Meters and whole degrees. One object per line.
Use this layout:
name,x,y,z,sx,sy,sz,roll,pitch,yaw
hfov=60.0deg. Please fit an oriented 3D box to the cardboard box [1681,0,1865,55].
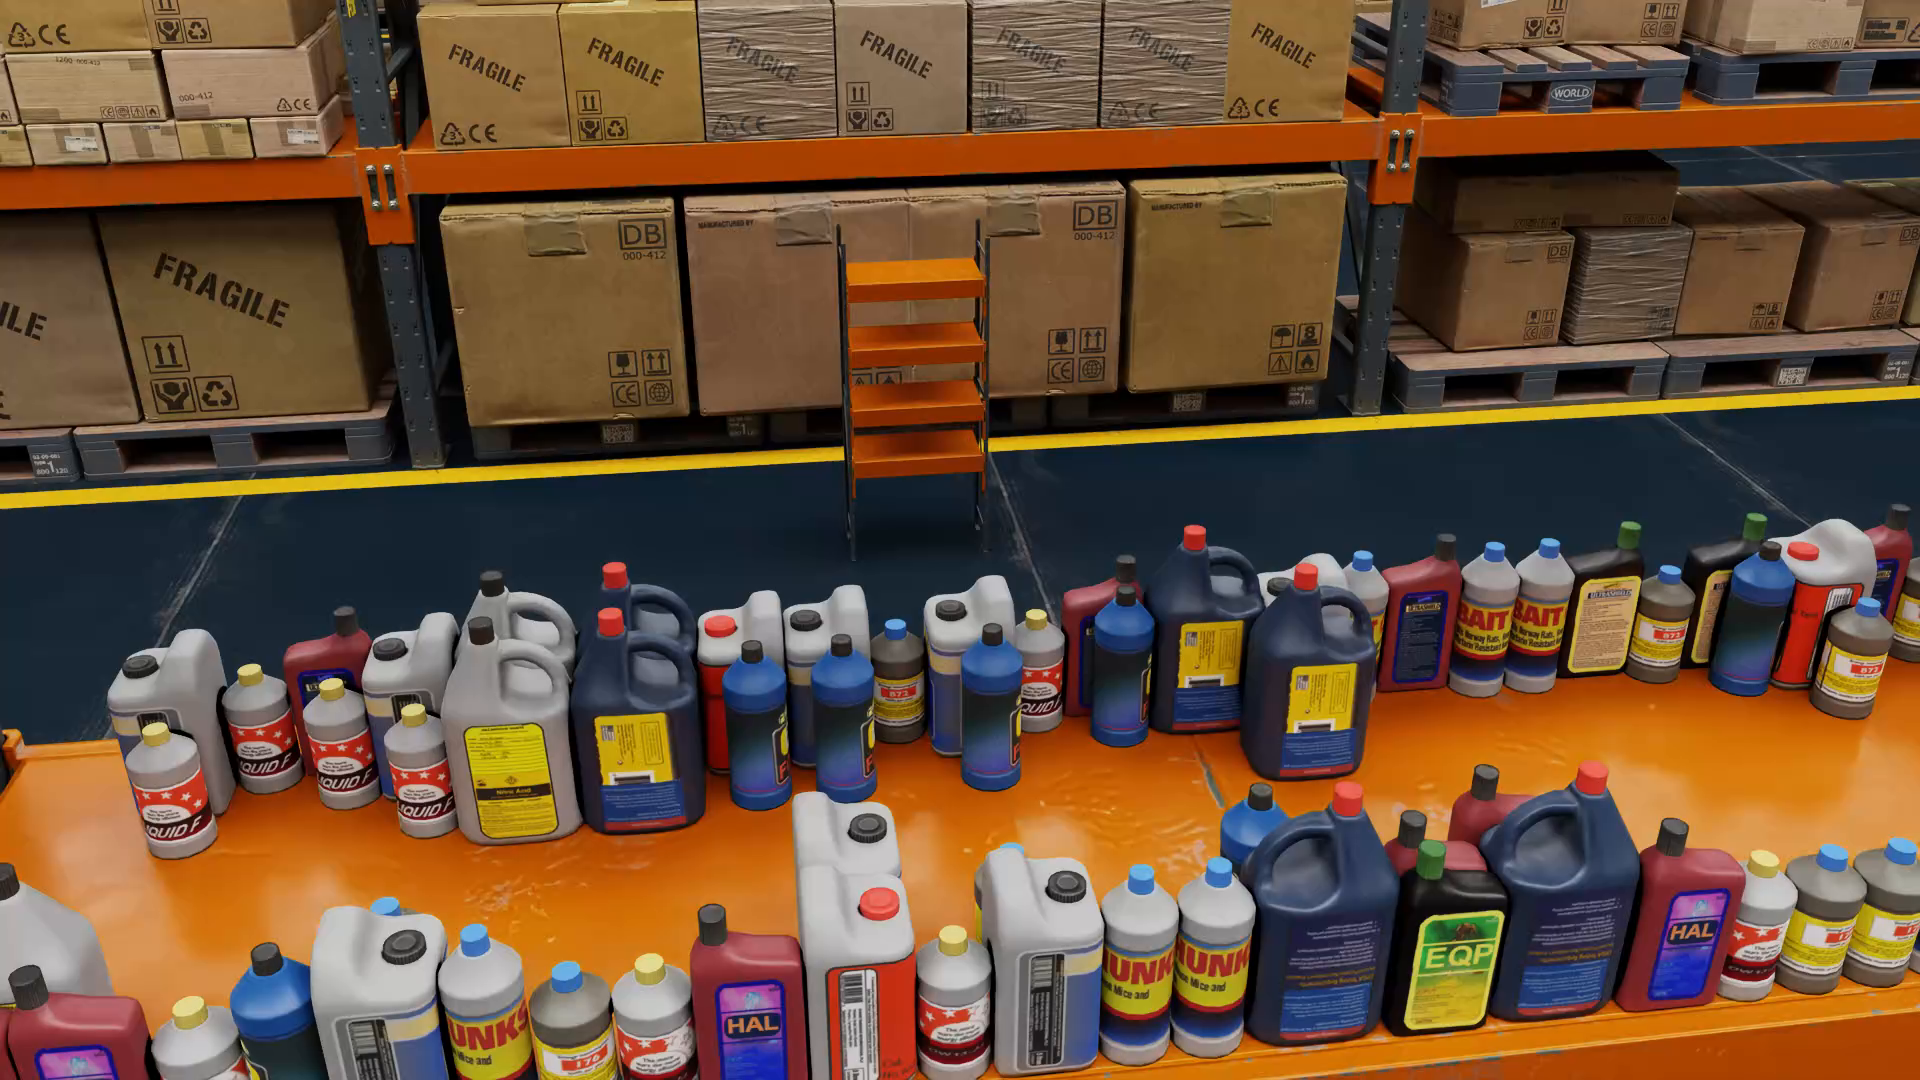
cardboard box,3.407,-2.224,7.002,0.500,0.250,0.500,-4,27,-9

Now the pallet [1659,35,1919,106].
pallet,3.670,-2.160,7.384,1.213,0.211,1.003,-4,27,-7

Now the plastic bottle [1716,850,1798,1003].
plastic bottle,1.044,0.502,2.203,0.097,0.201,0.097,0,27,0

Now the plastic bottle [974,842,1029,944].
plastic bottle,0.067,0.495,2.217,0.097,0.201,0.097,0,27,0

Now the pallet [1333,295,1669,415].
pallet,2.490,-0.909,7.791,1.213,0.211,1.003,-4,27,-7

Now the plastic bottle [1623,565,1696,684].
plastic bottle,1.223,0.141,2.907,0.097,0.201,0.097,0,27,0

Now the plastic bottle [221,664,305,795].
plastic bottle,-1.099,0.290,2.617,0.097,0.201,0.097,0,27,0

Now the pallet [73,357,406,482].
pallet,-3.009,-0.593,7.174,1.213,0.211,1.003,-4,27,-7

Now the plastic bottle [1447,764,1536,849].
plastic bottle,0.730,0.428,2.258,0.133,0.283,0.061,-4,27,-7

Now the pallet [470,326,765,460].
pallet,-1.492,-0.689,7.361,1.213,0.211,1.003,-4,27,-7

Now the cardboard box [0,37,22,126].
cardboard box,-3.664,-1.699,6.114,0.500,0.250,0.500,-3,27,-6

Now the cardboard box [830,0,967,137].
cardboard box,-0.251,-1.906,6.570,0.500,0.500,0.500,-3,27,-6

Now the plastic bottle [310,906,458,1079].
plastic bottle,-0.682,0.567,1.995,0.135,0.276,0.152,-4,27,-7

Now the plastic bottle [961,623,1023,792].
plastic bottle,0.050,0.255,2.608,0.097,0.271,0.097,0,27,0

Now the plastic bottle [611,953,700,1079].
plastic bottle,-0.370,0.593,2.026,0.097,0.201,0.097,0,27,0

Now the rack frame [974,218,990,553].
rack frame,0.078,-0.539,5.986,0.015,1.200,0.240,-4,27,-7

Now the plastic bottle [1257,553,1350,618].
plastic bottle,0.559,0.163,2.783,0.135,0.276,0.152,-4,27,-7

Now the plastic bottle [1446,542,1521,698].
plastic bottle,0.898,0.131,2.851,0.097,0.271,0.097,0,27,0

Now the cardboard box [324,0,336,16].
cardboard box,-2.755,-2.331,6.524,0.500,0.500,0.500,-4,27,-7

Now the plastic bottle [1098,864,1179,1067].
plastic bottle,0.221,0.524,2.084,0.097,0.271,0.097,0,27,0

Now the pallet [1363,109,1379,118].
pallet,3.121,-3.201,12.257,1.213,0.211,1.003,-4,27,-7

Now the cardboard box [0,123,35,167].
cardboard box,-3.521,-1.502,6.166,0.250,0.149,0.380,-3,27,-6

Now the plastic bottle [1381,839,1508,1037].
plastic bottle,0.618,0.502,2.114,0.133,0.283,0.061,-4,27,-7

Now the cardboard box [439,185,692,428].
cardboard box,-1.614,-1.138,7.049,0.875,0.875,1.225,-4,27,-7

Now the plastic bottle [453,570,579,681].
plastic bottle,-0.691,0.208,2.613,0.185,0.351,0.144,-4,27,-7

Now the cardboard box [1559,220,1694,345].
cardboard box,2.924,-1.277,7.710,0.500,0.500,0.700,-6,28,-11

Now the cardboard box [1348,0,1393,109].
cardboard box,2.605,-3.591,11.966,0.750,0.750,1.050,-3,27,-6

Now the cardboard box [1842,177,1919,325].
cardboard box,4.591,-1.388,7.925,0.500,0.500,0.700,-4,27,-7

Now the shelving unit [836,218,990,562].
shelving unit,-0.164,-0.523,5.956,0.503,1.200,0.258,-4,27,-7

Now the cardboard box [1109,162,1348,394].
cardboard box,1.029,-1.308,7.381,0.875,0.875,1.225,-5,28,-10

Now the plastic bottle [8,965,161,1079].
plastic bottle,-1.001,0.606,1.912,0.133,0.283,0.061,-4,27,-7

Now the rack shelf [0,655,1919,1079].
rack shelf,0.425,0.585,2.611,4.000,0.370,1.077,-4,27,-7

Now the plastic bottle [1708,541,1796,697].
plastic bottle,1.364,0.129,2.854,0.097,0.271,0.097,0,27,0

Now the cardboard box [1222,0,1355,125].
cardboard box,1.261,-2.002,6.756,0.500,0.500,0.500,-3,27,-6

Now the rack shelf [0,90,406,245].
rack shelf,-4.226,-1.399,6.479,4.000,0.370,1.077,-4,27,-7

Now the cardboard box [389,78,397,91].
cardboard box,-3.645,-3.085,10.987,0.250,0.149,0.380,-4,27,-8

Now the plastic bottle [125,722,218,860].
plastic bottle,-1.174,0.365,2.471,0.097,0.201,0.097,0,27,0

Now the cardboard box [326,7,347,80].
cardboard box,-2.747,-2.001,6.702,0.500,0.250,0.500,-4,27,-8

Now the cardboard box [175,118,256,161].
cardboard box,-2.757,-1.551,6.262,0.250,0.149,0.380,-3,27,-6

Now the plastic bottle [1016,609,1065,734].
plastic bottle,0.125,0.211,2.770,0.097,0.201,0.097,0,27,0

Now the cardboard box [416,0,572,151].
cardboard box,-1.755,-1.807,6.377,0.500,0.500,0.500,-4,27,-7

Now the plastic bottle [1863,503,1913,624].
plastic bottle,1.600,0.072,2.952,0.133,0.283,0.061,-4,27,-7

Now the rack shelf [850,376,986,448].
rack shelf,-0.164,-0.463,5.986,0.480,0.148,0.258,-4,27,-7

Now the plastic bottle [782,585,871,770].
plastic bottle,-0.216,0.213,2.686,0.135,0.276,0.152,-4,27,-7

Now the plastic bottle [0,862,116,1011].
plastic bottle,-1.122,0.536,1.973,0.185,0.351,0.144,-4,27,-7

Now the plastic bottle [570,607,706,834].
plastic bottle,-0.488,0.262,2.509,0.185,0.351,0.144,-4,27,-7
